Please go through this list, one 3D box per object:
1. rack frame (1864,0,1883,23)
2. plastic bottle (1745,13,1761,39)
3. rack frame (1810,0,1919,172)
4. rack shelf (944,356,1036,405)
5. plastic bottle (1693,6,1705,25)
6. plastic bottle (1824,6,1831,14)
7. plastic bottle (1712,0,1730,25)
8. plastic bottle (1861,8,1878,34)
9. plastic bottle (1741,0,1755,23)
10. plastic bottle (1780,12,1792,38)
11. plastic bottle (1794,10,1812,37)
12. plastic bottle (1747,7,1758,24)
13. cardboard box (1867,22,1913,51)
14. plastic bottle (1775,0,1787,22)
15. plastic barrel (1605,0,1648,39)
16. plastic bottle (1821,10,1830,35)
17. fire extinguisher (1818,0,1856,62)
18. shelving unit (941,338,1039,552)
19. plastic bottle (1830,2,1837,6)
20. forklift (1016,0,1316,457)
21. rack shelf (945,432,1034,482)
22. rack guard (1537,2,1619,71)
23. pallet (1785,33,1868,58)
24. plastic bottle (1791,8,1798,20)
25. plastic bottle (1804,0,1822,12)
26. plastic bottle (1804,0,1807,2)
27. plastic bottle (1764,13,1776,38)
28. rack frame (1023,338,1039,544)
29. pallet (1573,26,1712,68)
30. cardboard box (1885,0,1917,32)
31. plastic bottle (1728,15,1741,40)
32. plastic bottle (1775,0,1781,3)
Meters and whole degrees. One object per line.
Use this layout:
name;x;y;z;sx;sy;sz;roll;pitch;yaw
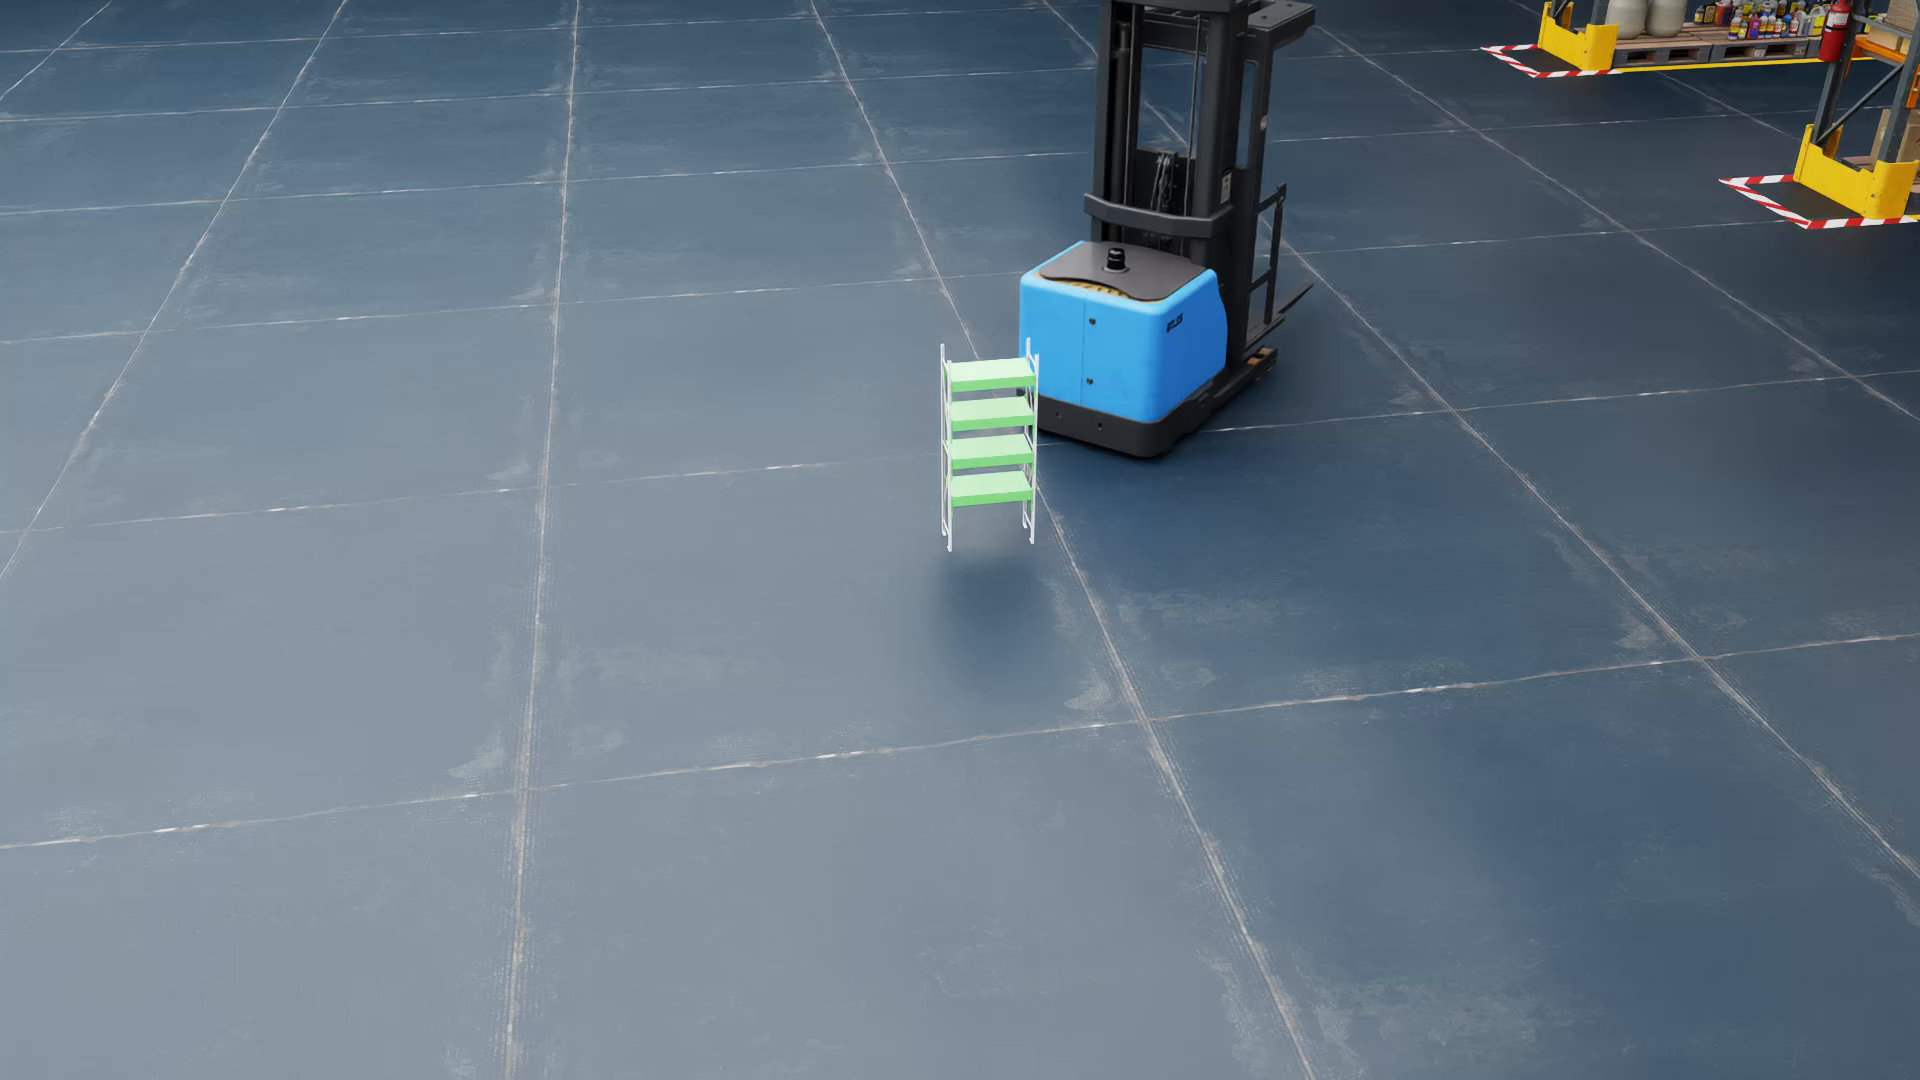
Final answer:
rack frame;10.966;-7.214;19.060;0.127;3.000;1.000;-5;31;-9
plastic bottle;9.097;-5.890;19.053;0.133;0.283;0.061;-5;31;-8
rack frame;7.923;-4.380;14.239;0.127;3.000;1.000;-5;31;-9
rack shelf;0.163;-0.891;9.261;0.480;0.148;0.258;-5;31;-9
plastic bottle;8.759;-6.219;19.694;0.097;0.201;0.097;0;30;0
plastic bottle;10.144;-6.082;19.386;0.135;0.276;0.152;-5;31;-9
plastic bottle;9.012;-6.260;19.691;0.135;0.276;0.152;-5;31;-9
plastic bottle;10.552;-6.025;19.283;0.133;0.283;0.061;-4;31;-6
plastic bottle;9.310;-6.322;19.722;0.185;0.351;0.144;-4;31;-7
plastic bottle;9.506;-5.932;19.137;0.097;0.271;0.097;0;30;0
plastic bottle;9.717;-5.968;19.193;0.135;0.276;0.152;-5;31;-8
plastic bottle;9.375;-6.202;19.665;0.097;0.201;0.097;0;30;0
cardboard box;8.167;-4.400;14.522;0.250;0.149;0.380;-5;31;-9
plastic bottle;9.774;-6.312;19.783;0.097;0.271;0.097;0;30;0
plastic barrel;7.665;-6.056;19.130;0.421;0.512;0.421;0;30;0
plastic bottle;10.043;-5.978;19.202;0.133;0.283;0.061;-3;31;-6
fire extinguisher;7.728;-4.566;14.632;0.183;0.674;0.296;-5;31;-9
shelving unit;0.163;-0.532;9.472;0.503;1.200;0.258;-5;31;-9
plastic bottle;10.474;-6.378;19.964;0.097;0.201;0.097;0;30;0
forklift;1.590;-2.491;11.095;1.130;2.935;3.031;18;35;28
rack shelf;0.163;-0.477;9.504;0.480;0.148;0.258;-5;31;-9
rack guard;7.098;-5.802;19.124;0.348;0.500;1.175;-5;31;-9
pallet;10.298;-5.972;19.698;1.213;0.211;1.003;-5;31;-9
plastic bottle;9.698;-6.024;19.281;0.133;0.283;0.061;-5;31;-9
plastic bottle;10.123;-6.324;19.724;0.185;0.351;0.144;-5;31;-9
plastic bottle;10.097;-6.395;19.847;0.185;0.351;0.144;-4;31;-8
plastic bottle;9.306;-5.913;19.105;0.097;0.271;0.097;0;30;0
rack frame;0.403;-0.555;9.509;0.015;1.200;0.240;-5;31;-9
pallet;7.898;-5.749;19.319;1.213;0.211;1.003;-5;31;-9
cardboard box;8.469;-4.588;14.201;0.500;0.500;0.875;-5;31;-9
plastic bottle;8.871;-5.873;19.036;0.097;0.271;0.097;0;30;0
plastic bottle;9.742;-6.355;19.844;0.133;0.283;0.061;-4;31;-7
